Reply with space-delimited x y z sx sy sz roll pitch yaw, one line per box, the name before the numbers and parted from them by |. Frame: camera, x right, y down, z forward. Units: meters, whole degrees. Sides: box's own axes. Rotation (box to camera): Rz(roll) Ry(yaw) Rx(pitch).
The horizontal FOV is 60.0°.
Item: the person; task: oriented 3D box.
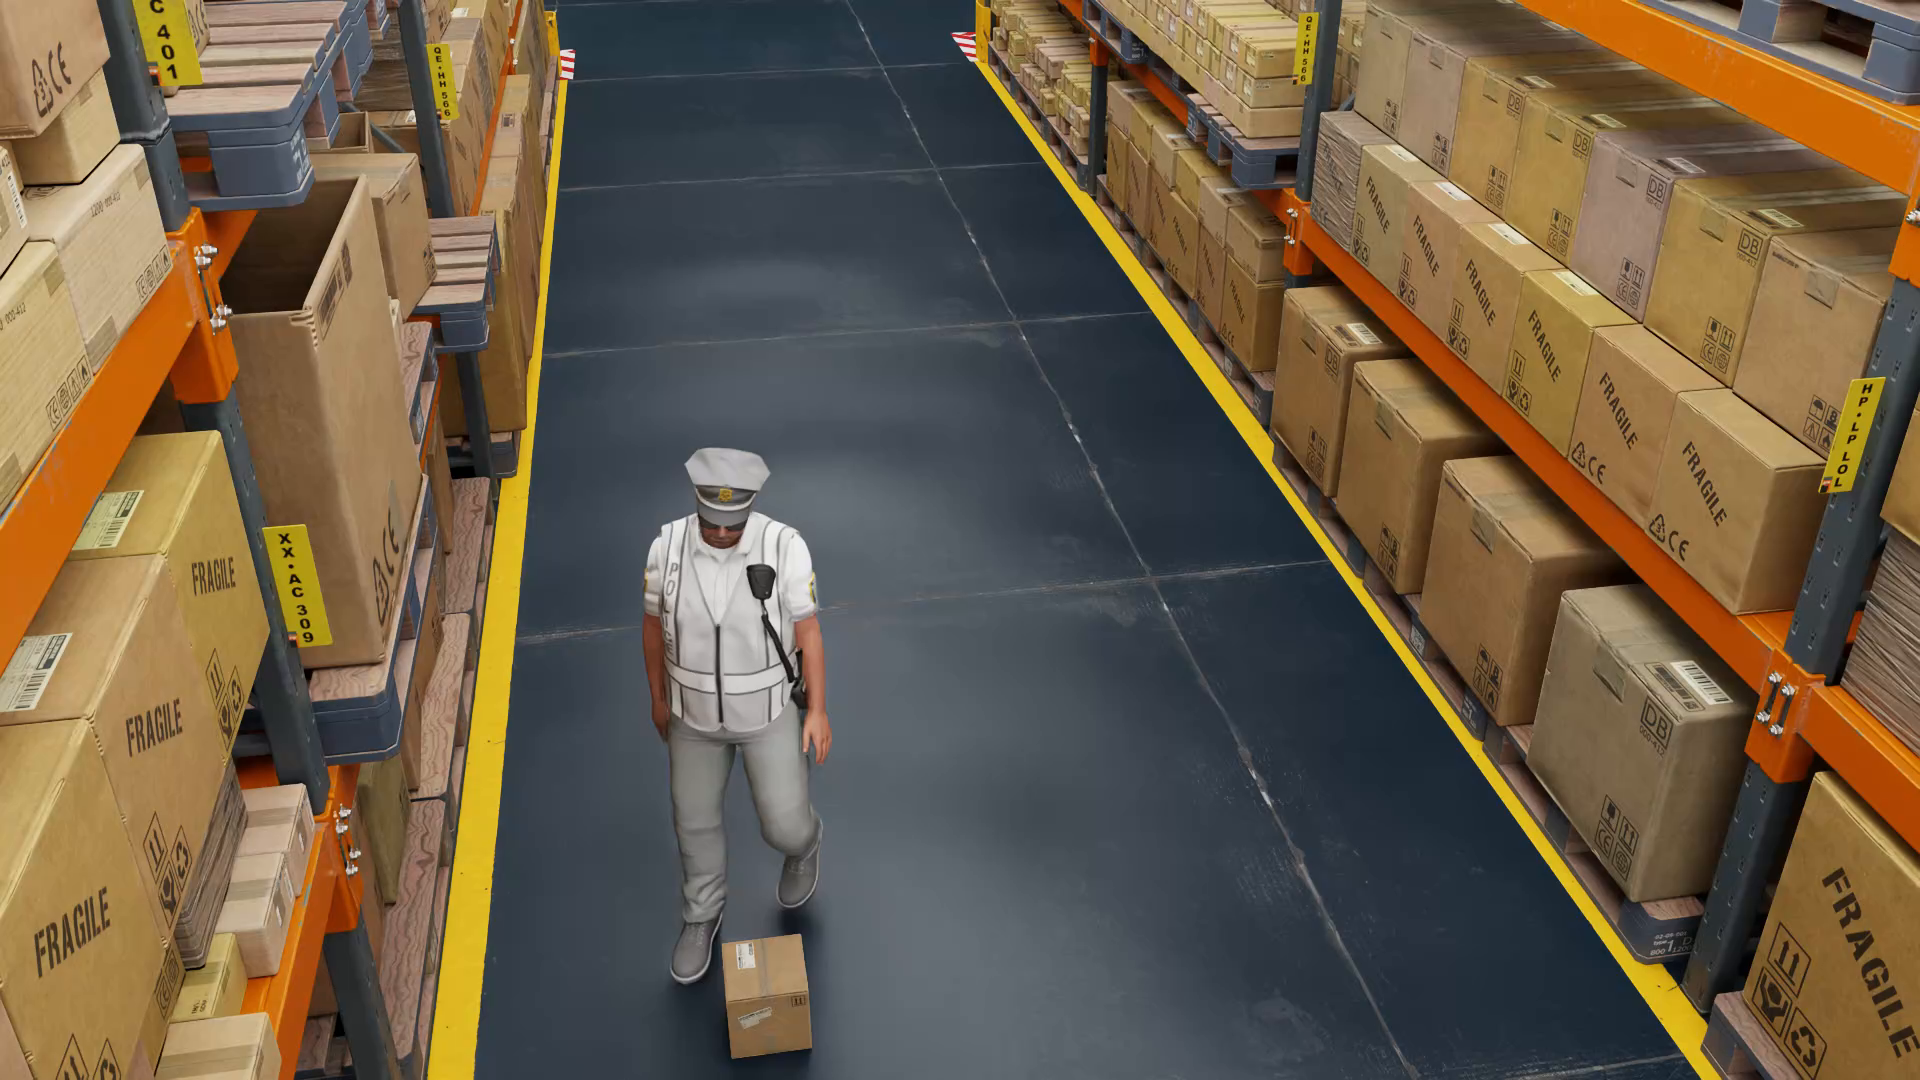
person | -0.719 0.541 5.201 0.654 1.768 0.463 0 30 0
